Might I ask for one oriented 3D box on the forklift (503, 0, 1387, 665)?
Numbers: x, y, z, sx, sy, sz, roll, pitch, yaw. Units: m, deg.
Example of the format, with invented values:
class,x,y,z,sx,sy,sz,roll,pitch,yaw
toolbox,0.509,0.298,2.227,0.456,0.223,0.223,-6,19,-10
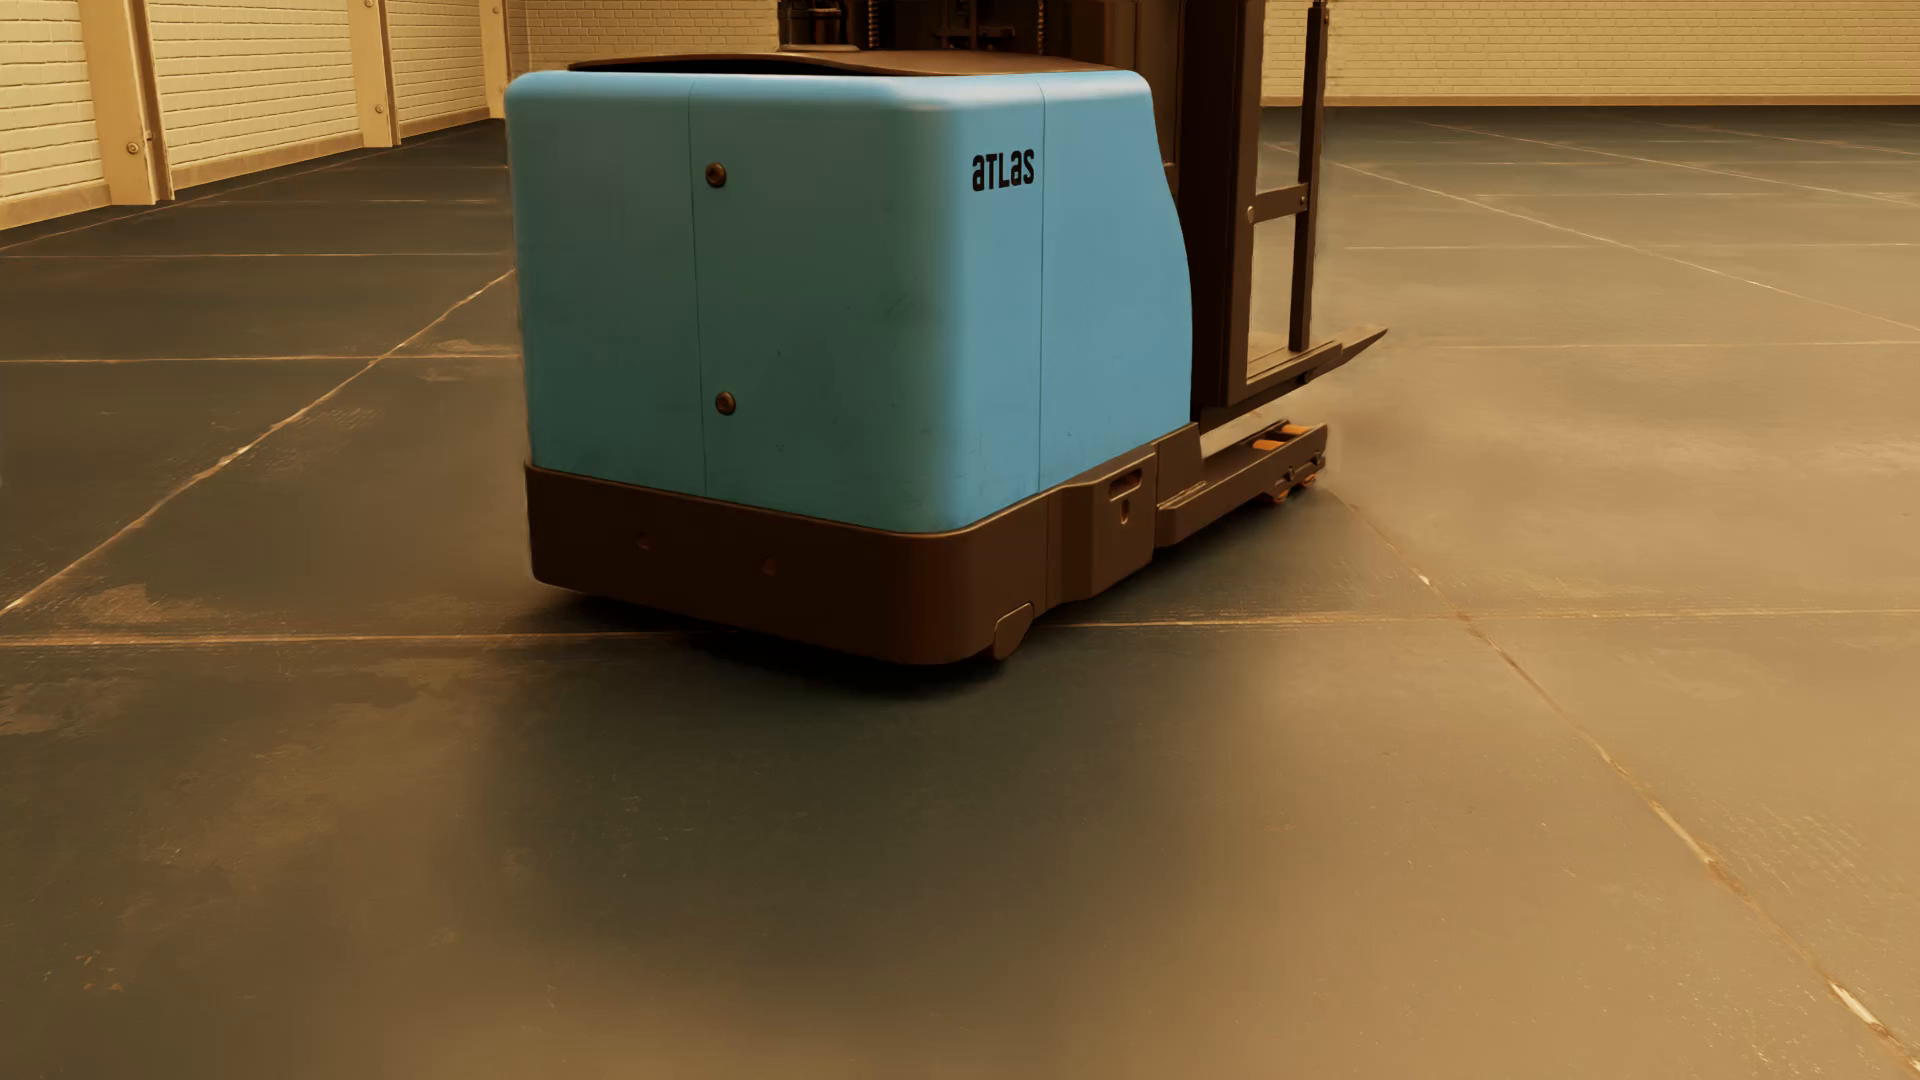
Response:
class,x,y,z,sx,sy,sz,roll,pitch,yaw
forklift,0.313,-1.556,3.993,1.130,2.935,3.031,10,20,30
